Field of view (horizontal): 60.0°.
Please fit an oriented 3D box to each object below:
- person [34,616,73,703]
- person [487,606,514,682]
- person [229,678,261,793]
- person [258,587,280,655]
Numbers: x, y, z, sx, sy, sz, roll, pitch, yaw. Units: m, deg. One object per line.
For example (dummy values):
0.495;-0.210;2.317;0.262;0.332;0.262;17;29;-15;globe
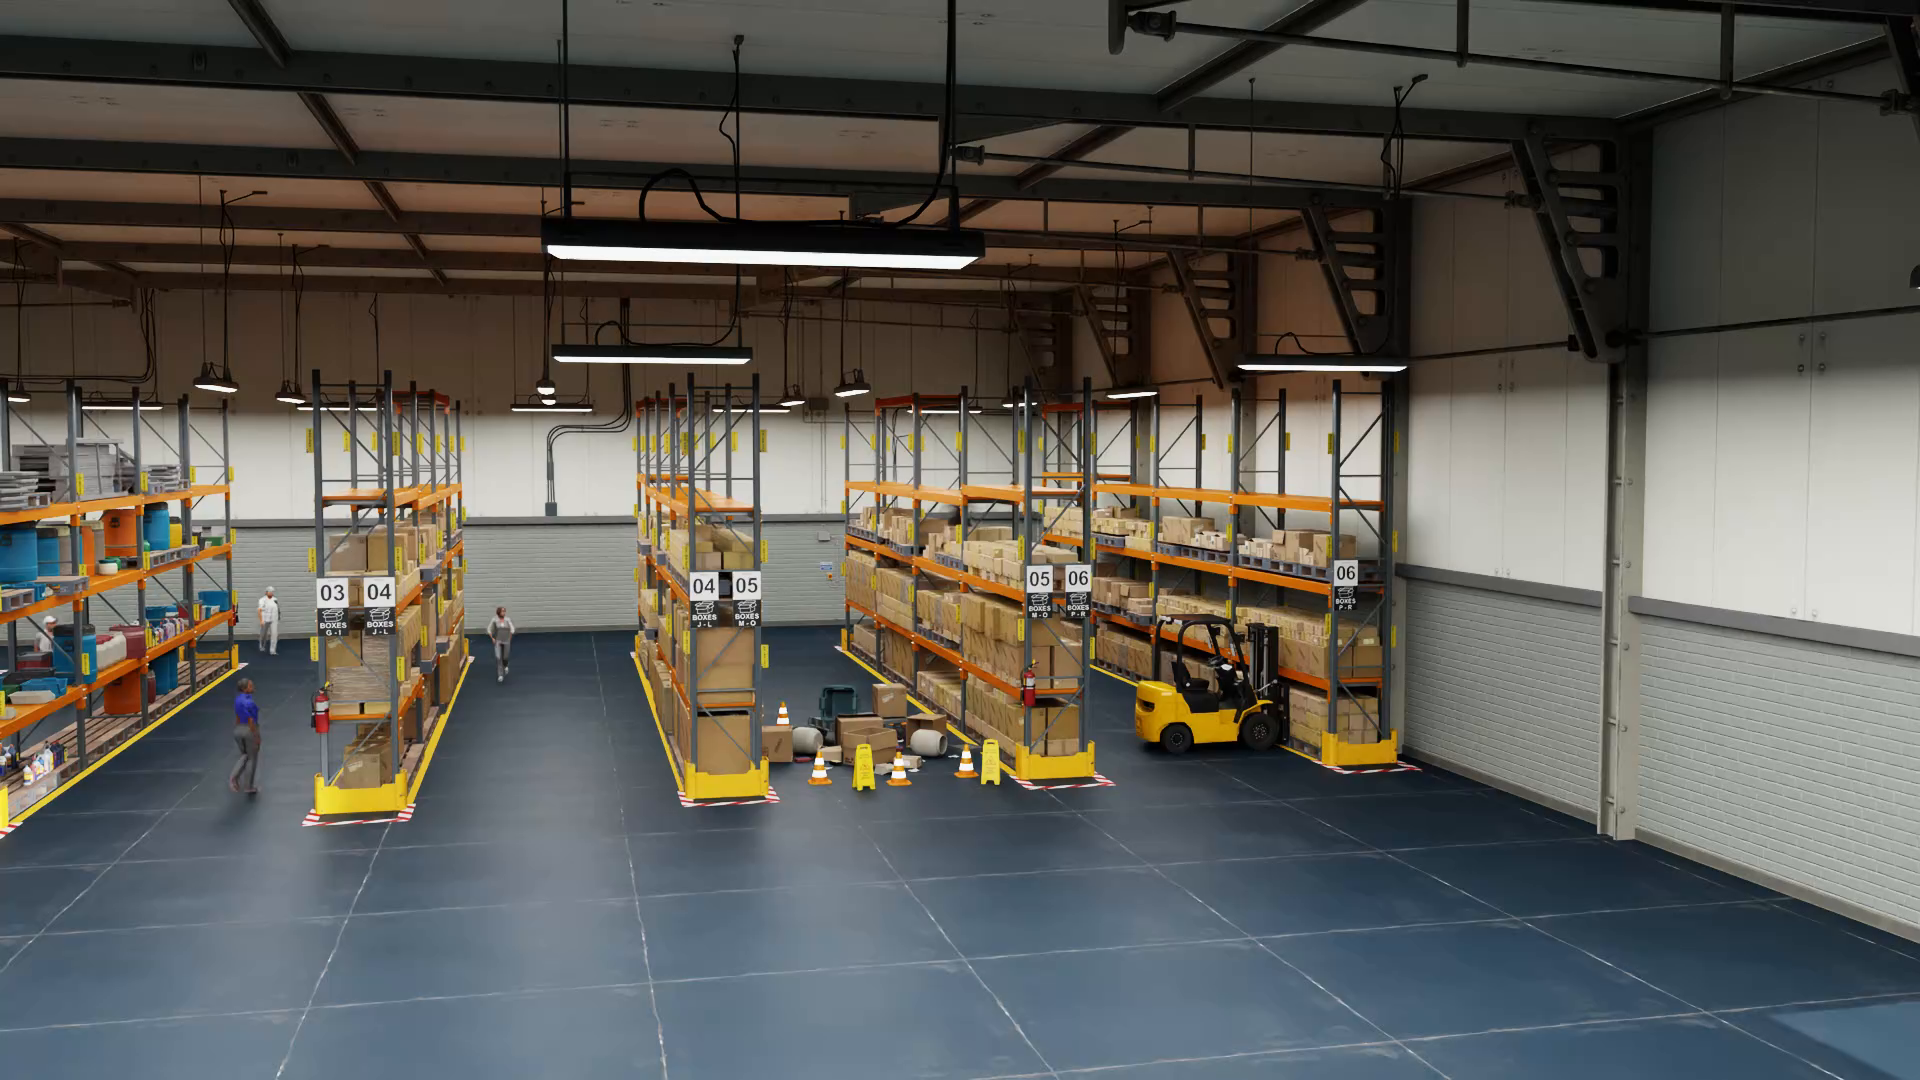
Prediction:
-17.117;2.294;31.343;0.742;1.729;0.988;0;3;5;person
-9.754;2.195;35.328;0.561;1.590;0.648;-1;3;-11;person
-10.204;2.791;23.750;0.452;1.650;0.466;1;4;22;person
-16.405;1.909;39.454;0.497;1.615;0.933;-2;4;-30;person
